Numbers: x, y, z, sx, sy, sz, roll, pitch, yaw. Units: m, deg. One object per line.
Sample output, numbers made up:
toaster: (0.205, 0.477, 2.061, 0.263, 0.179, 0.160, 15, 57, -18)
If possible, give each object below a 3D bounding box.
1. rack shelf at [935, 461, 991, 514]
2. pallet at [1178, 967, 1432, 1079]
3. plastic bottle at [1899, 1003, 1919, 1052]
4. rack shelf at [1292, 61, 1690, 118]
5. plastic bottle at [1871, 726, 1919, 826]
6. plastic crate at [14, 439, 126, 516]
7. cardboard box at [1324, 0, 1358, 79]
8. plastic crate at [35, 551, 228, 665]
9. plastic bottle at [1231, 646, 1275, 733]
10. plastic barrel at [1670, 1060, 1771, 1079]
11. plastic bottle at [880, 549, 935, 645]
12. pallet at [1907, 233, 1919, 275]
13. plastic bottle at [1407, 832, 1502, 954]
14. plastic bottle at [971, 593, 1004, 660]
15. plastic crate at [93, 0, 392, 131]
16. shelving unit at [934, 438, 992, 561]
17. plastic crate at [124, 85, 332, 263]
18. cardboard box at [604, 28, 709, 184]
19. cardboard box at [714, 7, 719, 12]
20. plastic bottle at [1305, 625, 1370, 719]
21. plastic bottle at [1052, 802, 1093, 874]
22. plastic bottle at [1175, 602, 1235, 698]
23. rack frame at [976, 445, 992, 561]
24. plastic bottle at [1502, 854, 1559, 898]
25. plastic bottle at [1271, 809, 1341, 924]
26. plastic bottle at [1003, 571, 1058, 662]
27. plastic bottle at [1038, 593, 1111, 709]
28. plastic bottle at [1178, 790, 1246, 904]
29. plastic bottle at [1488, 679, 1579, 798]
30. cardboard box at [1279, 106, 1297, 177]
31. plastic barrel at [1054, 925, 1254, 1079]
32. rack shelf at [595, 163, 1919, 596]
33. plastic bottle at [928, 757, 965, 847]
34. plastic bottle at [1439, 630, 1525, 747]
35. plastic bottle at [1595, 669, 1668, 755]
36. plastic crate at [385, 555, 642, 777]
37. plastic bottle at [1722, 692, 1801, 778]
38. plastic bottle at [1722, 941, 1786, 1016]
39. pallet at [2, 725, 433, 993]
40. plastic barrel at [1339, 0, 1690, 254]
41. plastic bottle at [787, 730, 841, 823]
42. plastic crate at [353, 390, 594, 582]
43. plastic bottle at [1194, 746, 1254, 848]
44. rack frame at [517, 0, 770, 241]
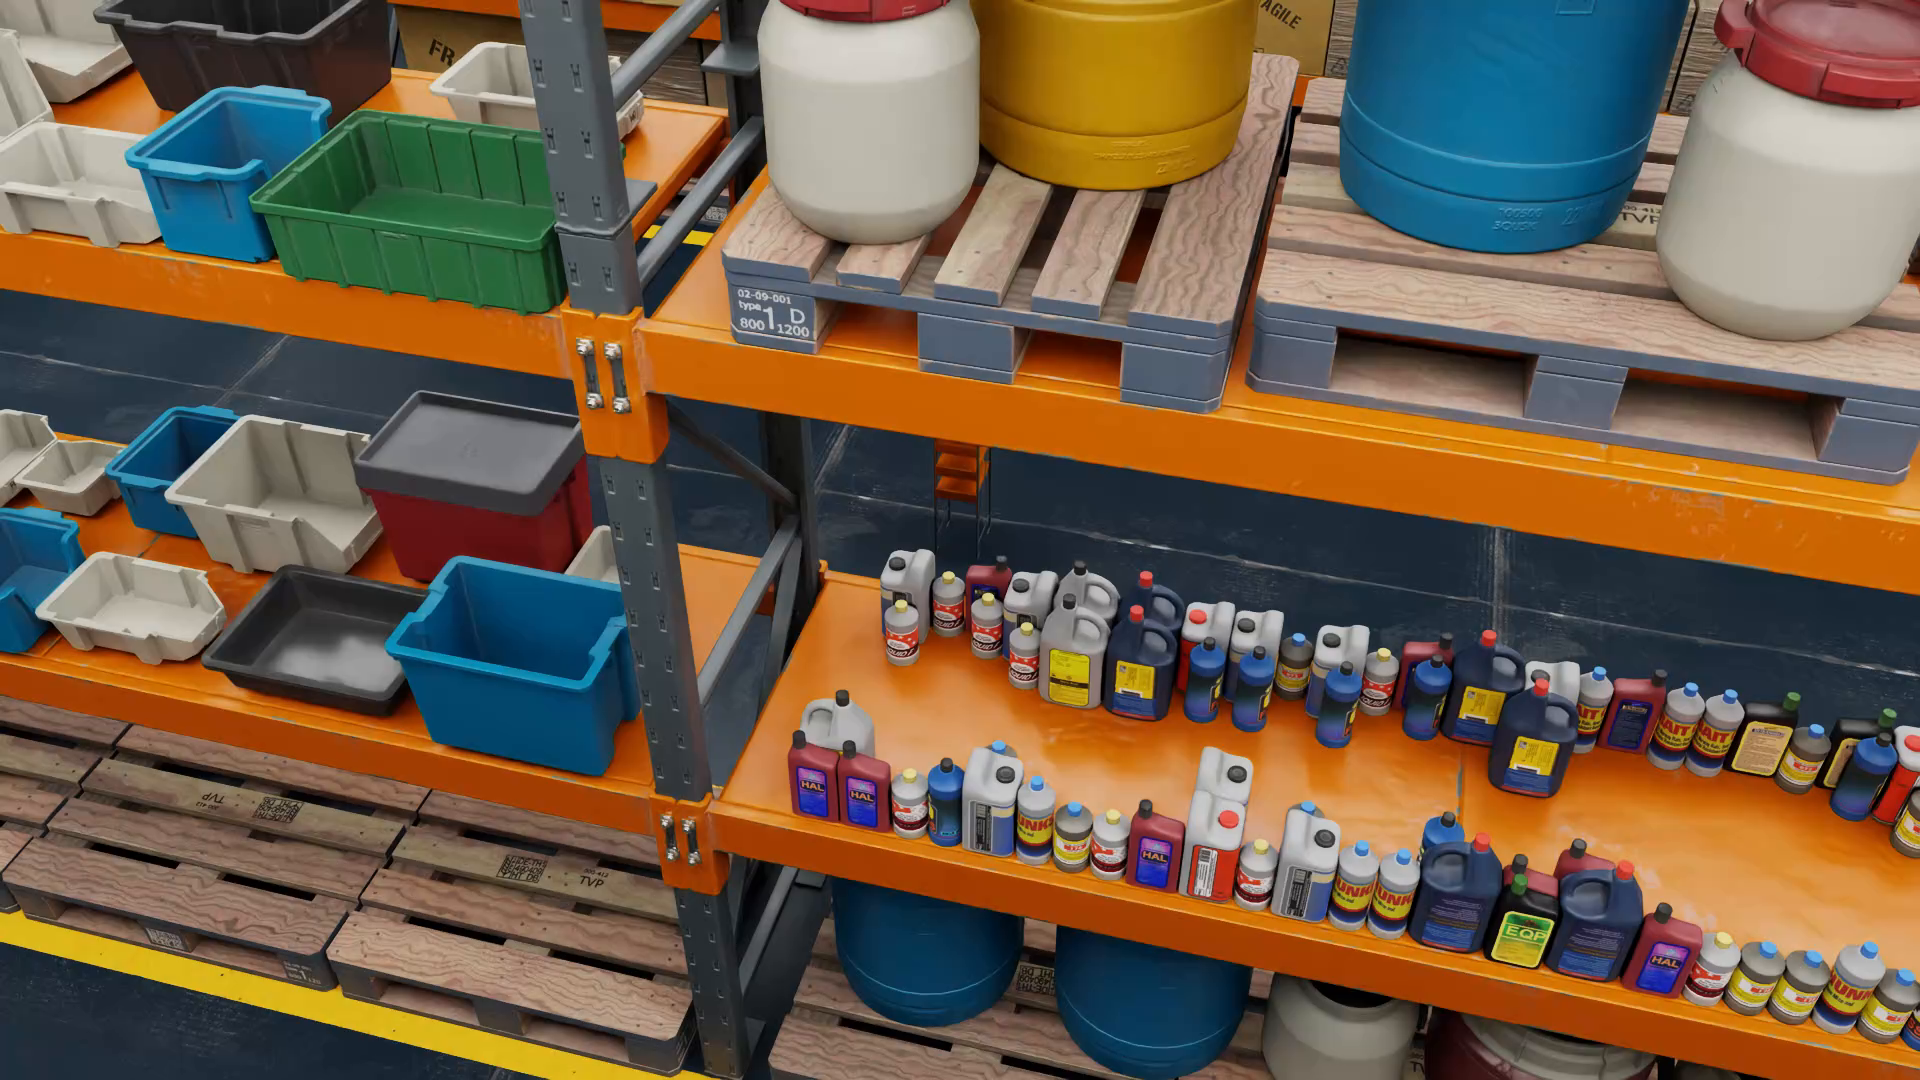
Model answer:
rack shelf: (0.014, -0.239, 7.044, 0.180, 0.103, 0.258, 10, 41, 11)
pallet: (1.300, 1.659, 5.110, 1.213, 0.211, 1.003, 10, 41, 11)
plastic bottle: (2.229, 1.047, 3.771, 0.097, 0.271, 0.097, 0, 40, 0)
rack shelf: (2.596, -2.233, 8.136, 4.000, 0.370, 1.077, 10, 41, 11)
plastic bottle: (2.466, 0.599, 4.301, 0.135, 0.276, 0.152, 10, 41, 11)
plastic crate: (-2.804, -0.202, 5.317, 0.250, 0.136, 0.298, 10, 41, 11)
cardboard box: (2.013, -2.481, 7.794, 0.500, 0.500, 0.500, 9, 41, 10)
plastic crate: (-2.376, 0.211, 4.825, 0.466, 0.136, 0.293, 10, 41, 11)
plastic bottle: (0.804, 0.397, 4.545, 0.097, 0.271, 0.097, 0, 40, 0)
plastic barrel: (2.202, 1.584, 4.640, 0.421, 0.512, 0.421, 0, 40, 0)
plastic bottle: (-0.152, 0.148, 4.838, 0.135, 0.276, 0.152, 10, 41, 11)
pallet: (2.534, -0.363, 3.165, 1.213, 0.211, 1.003, 10, 41, 11)
plastic bottle: (1.192, 0.822, 3.977, 0.185, 0.351, 0.144, 10, 41, 11)
plastic bottle: (0.080, 0.239, 4.788, 0.097, 0.201, 0.097, 0, 40, 0)
plastic crate: (-1.746, -1.240, 4.163, 0.590, 0.269, 0.497, 10, 41, 11)
shelving unit: (0.014, -0.457, 6.861, 0.189, 1.200, 0.258, 10, 41, 11)
plastic crate: (-1.578, -0.802, 3.670, 0.300, 0.233, 0.416, 10, 41, 11)
cardboard box: (-1.682, -2.645, 9.393, 0.875, 0.875, 0.875, 10, 41, 11)
cardboard box: (-1.202, -2.849, 8.505, 0.250, 0.149, 0.380, 10, 41, 12)
plastic bottle: (1.042, 0.354, 4.593, 0.135, 0.276, 0.152, 10, 41, 11)
plastic bottle: (0.285, 0.739, 4.192, 0.097, 0.201, 0.097, 0, 40, 0)
plastic bottle: (0.688, 0.293, 4.666, 0.135, 0.276, 0.152, 10, 41, 11)
rack frame: (0.102, -0.442, 6.843, 0.006, 1.200, 0.240, 10, 41, 11)
plastic bottle: (1.351, 0.863, 3.981, 0.133, 0.283, 0.061, 10, 41, 11)
plastic bottle: (0.851, 0.790, 4.074, 0.135, 0.276, 0.152, 10, 41, 11)
plastic bottle: (0.201, 0.209, 4.765, 0.135, 0.276, 0.152, 10, 41, 11)
plastic bottle: (0.319, 0.294, 4.606, 0.185, 0.351, 0.144, 10, 41, 11)
plastic bottle: (0.627, 0.751, 4.120, 0.135, 0.276, 0.152, 10, 41, 11)
plastic bottle: (1.511, 0.504, 4.356, 0.185, 0.351, 0.144, 10, 41, 11)
cardboard box: (1.287, -2.094, 8.737, 0.875, 0.875, 1.225, 10, 41, 12)
plastic barrel: (0.589, 1.097, 4.916, 0.708, 0.901, 0.600, 10, 41, 11)
rack shelf: (1.316, -0.305, 3.508, 4.000, 0.370, 1.077, 10, 41, 11)
plastic bottle: (-0.033, 0.657, 4.235, 0.097, 0.271, 0.097, 0, 40, 0)
plastic bottle: (1.420, 0.387, 4.495, 0.185, 0.351, 0.144, 10, 41, 11)
plastic bottle: (1.809, 0.452, 4.470, 0.133, 0.283, 0.061, 10, 41, 11)
plastic crate: (-1.156, 0.353, 4.463, 0.575, 0.384, 0.392, 10, 41, 11)
plastic bottle: (2.126, 0.507, 4.405, 0.133, 0.283, 0.061, 10, 41, 11)
plastic bottle: (1.853, 1.009, 3.871, 0.097, 0.201, 0.097, 0, 40, 0)
pallet: (-2.519, 1.004, 5.890, 1.213, 0.211, 1.003, 10, 41, 11)
plastic barrel: (1.072, -1.077, 3.151, 0.708, 0.901, 0.600, 10, 41, 11)
plastic bottle: (-0.372, 0.607, 4.286, 0.133, 0.283, 0.061, 10, 41, 11)
plastic crate: (-1.414, -0.116, 4.959, 0.583, 0.464, 0.402, 10, 41, 11)
plastic bottle: (0.666, 0.656, 4.232, 0.135, 0.276, 0.152, 10, 41, 11)
rack frame: (-0.616, -2.061, 2.707, 0.127, 3.000, 1.000, 10, 41, 11)
